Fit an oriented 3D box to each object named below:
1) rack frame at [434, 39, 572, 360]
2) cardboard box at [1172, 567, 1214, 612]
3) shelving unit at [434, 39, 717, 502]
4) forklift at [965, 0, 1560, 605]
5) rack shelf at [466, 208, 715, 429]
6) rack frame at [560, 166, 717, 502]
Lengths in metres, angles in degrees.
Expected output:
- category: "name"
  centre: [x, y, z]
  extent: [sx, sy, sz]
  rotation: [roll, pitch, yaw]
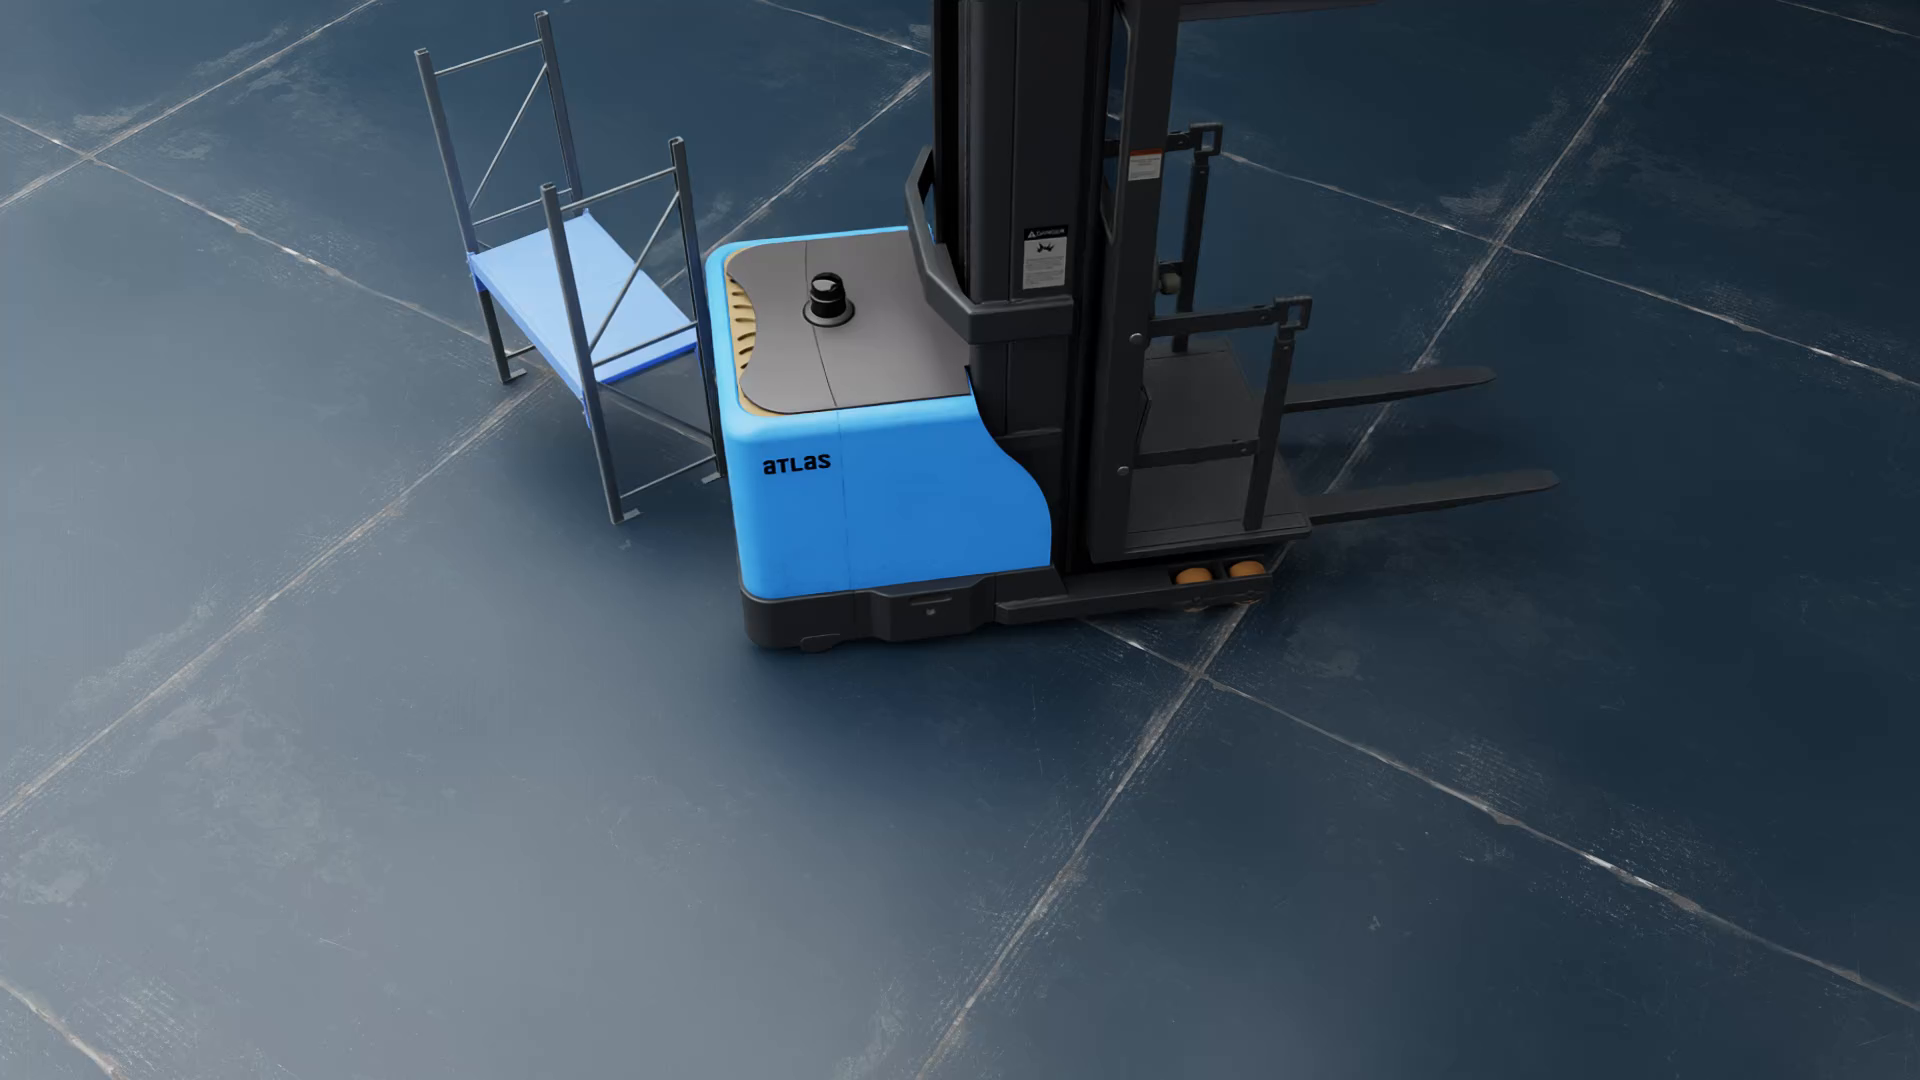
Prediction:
- category: "rack frame"
  centre: [-1.700, -1.282, 6.450]
  extent: [0.475, 1.308, 0.013]
  rotation: [-27, 52, -24]
- category: "cardboard box"
  centre: [0.841, 0.177, 5.969]
  extent: [0.200, 0.156, 0.197]
  rotation: [24, 50, 21]
- category: "shelving unit"
  centre: [-1.406, -0.985, 6.161]
  extent: [0.538, 1.308, 1.030]
  rotation: [-27, 52, -24]
- category: "forklift"
  centre: [0.673, -1.130, 5.304]
  extent: [3.031, 2.935, 1.121]
  rotation: [-7, 46, -7]
- category: "rack shelf"
  centre: [-1.406, -0.859, 6.290]
  extent: [0.538, 0.185, 1.000]
  rotation: [-27, 52, -24]
- category: "rack frame"
  centre: [-1.114, -0.686, 5.871]
  extent: [0.475, 1.308, 0.013]
  rotation: [-27, 52, -24]
